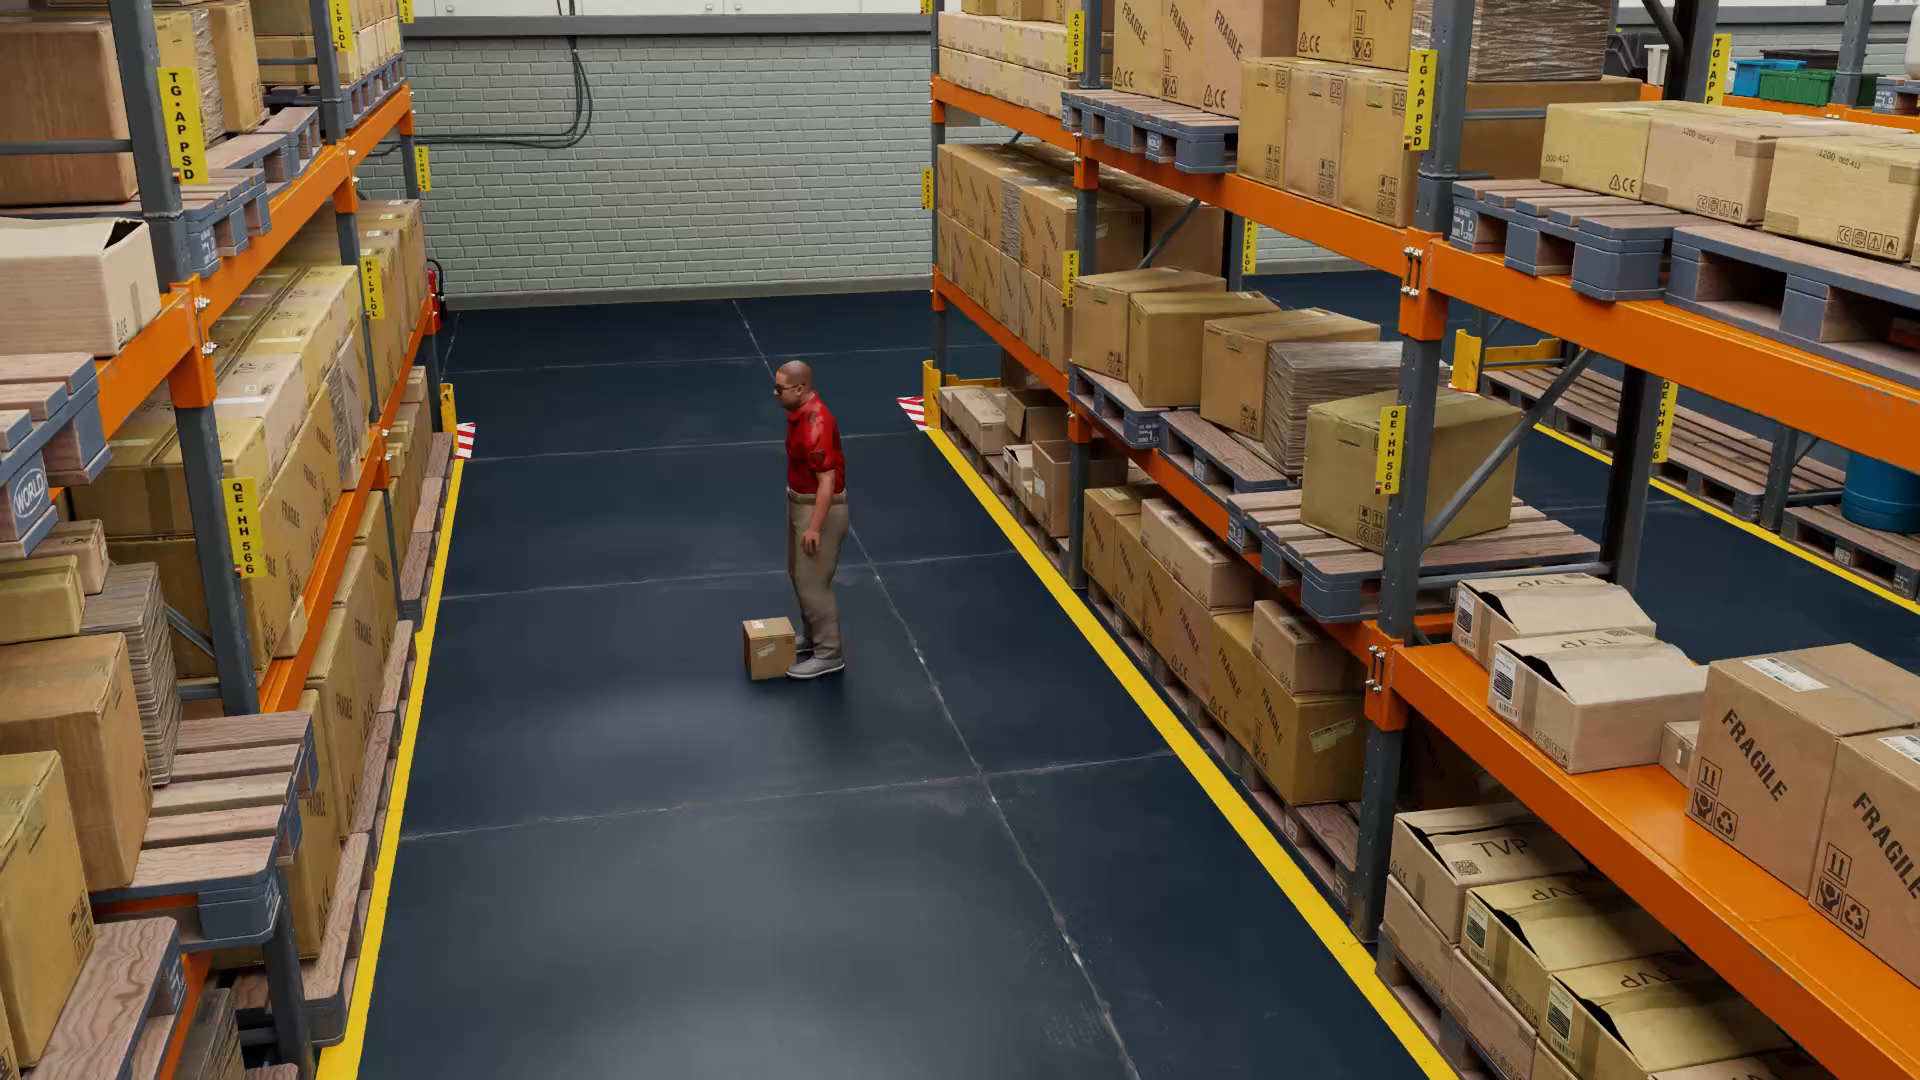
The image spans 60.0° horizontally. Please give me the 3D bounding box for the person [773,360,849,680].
[{"bbox_3d":[-0.803,-0.085,8.963,0.388,1.638,0.587,-5,20,-13],"label":"person"}]
